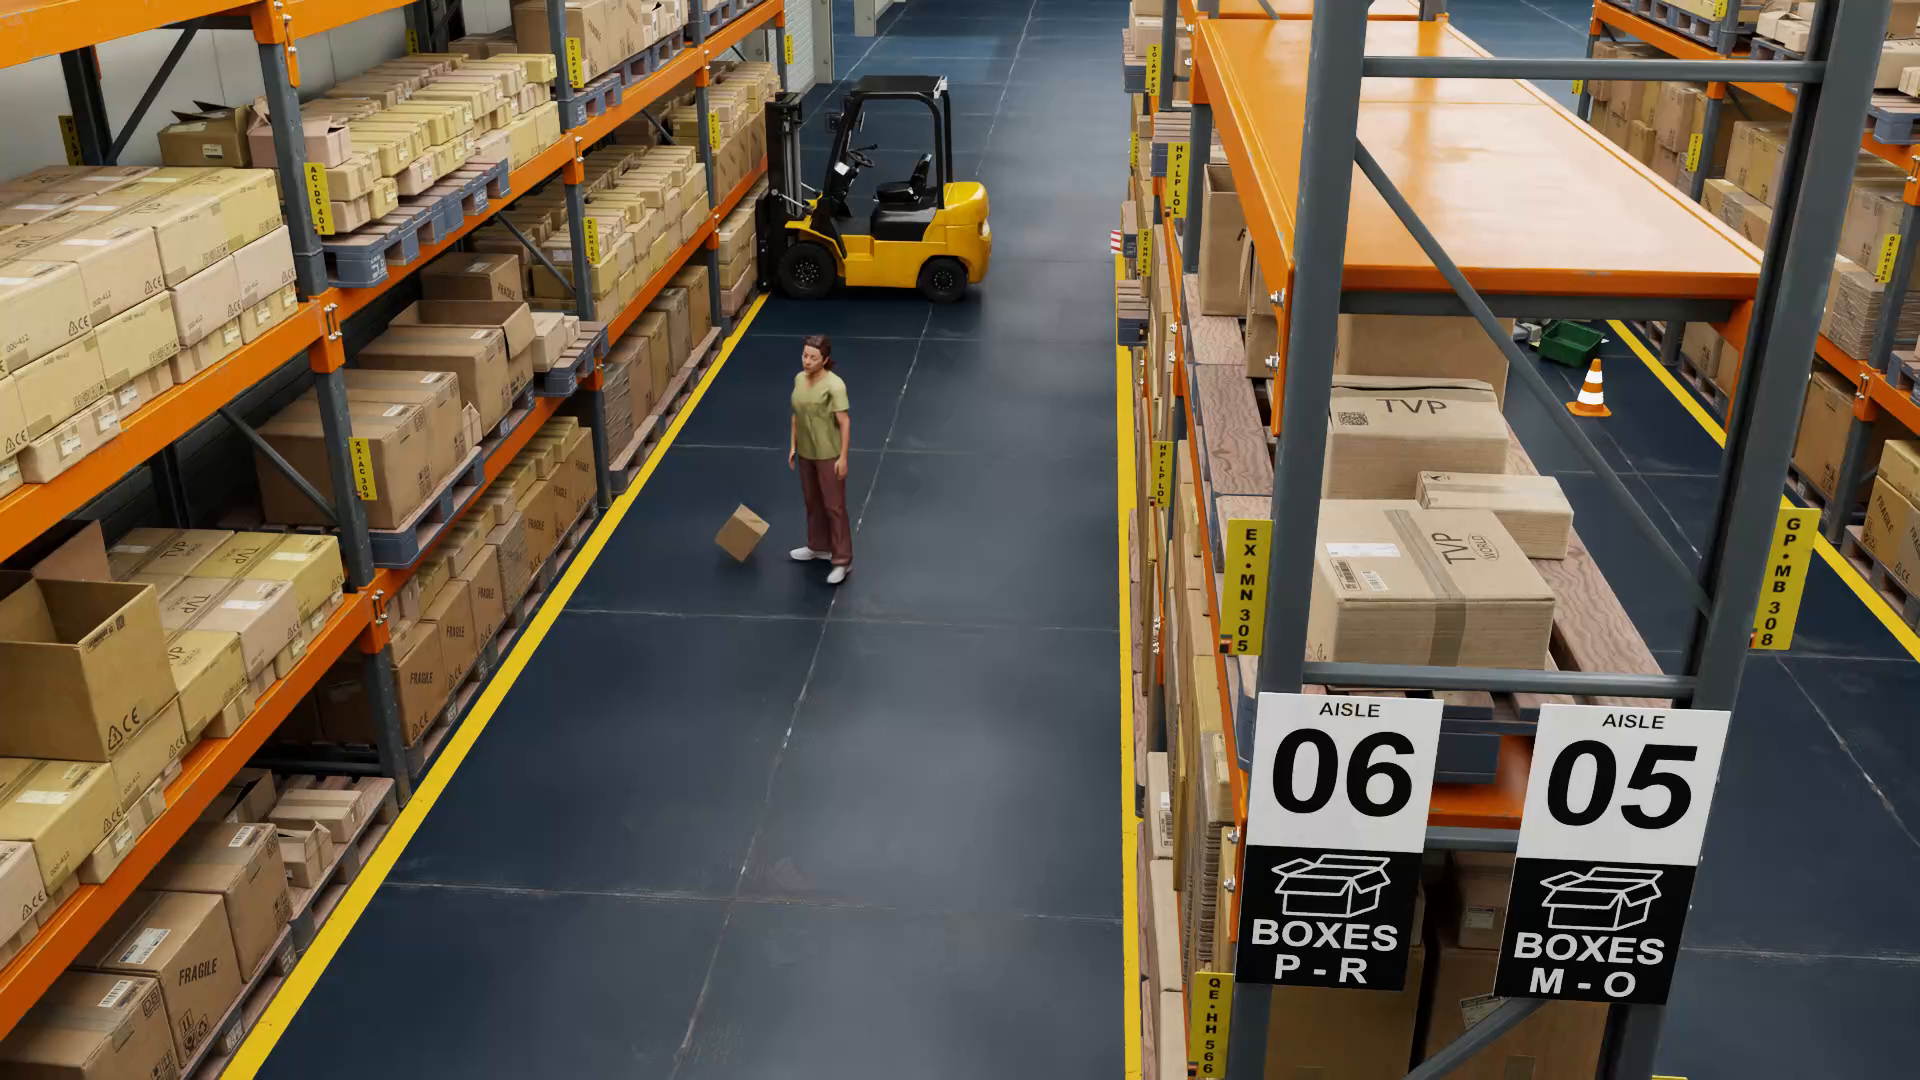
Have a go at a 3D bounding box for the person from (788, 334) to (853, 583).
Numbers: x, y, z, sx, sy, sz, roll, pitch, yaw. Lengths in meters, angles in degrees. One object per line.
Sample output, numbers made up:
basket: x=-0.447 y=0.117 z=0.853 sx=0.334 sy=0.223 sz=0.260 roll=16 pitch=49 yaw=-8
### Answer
person: x=-0.955 y=-0.572 z=11.185 sx=0.573 sy=1.679 sz=0.375 roll=20 pitch=31 yaw=37
